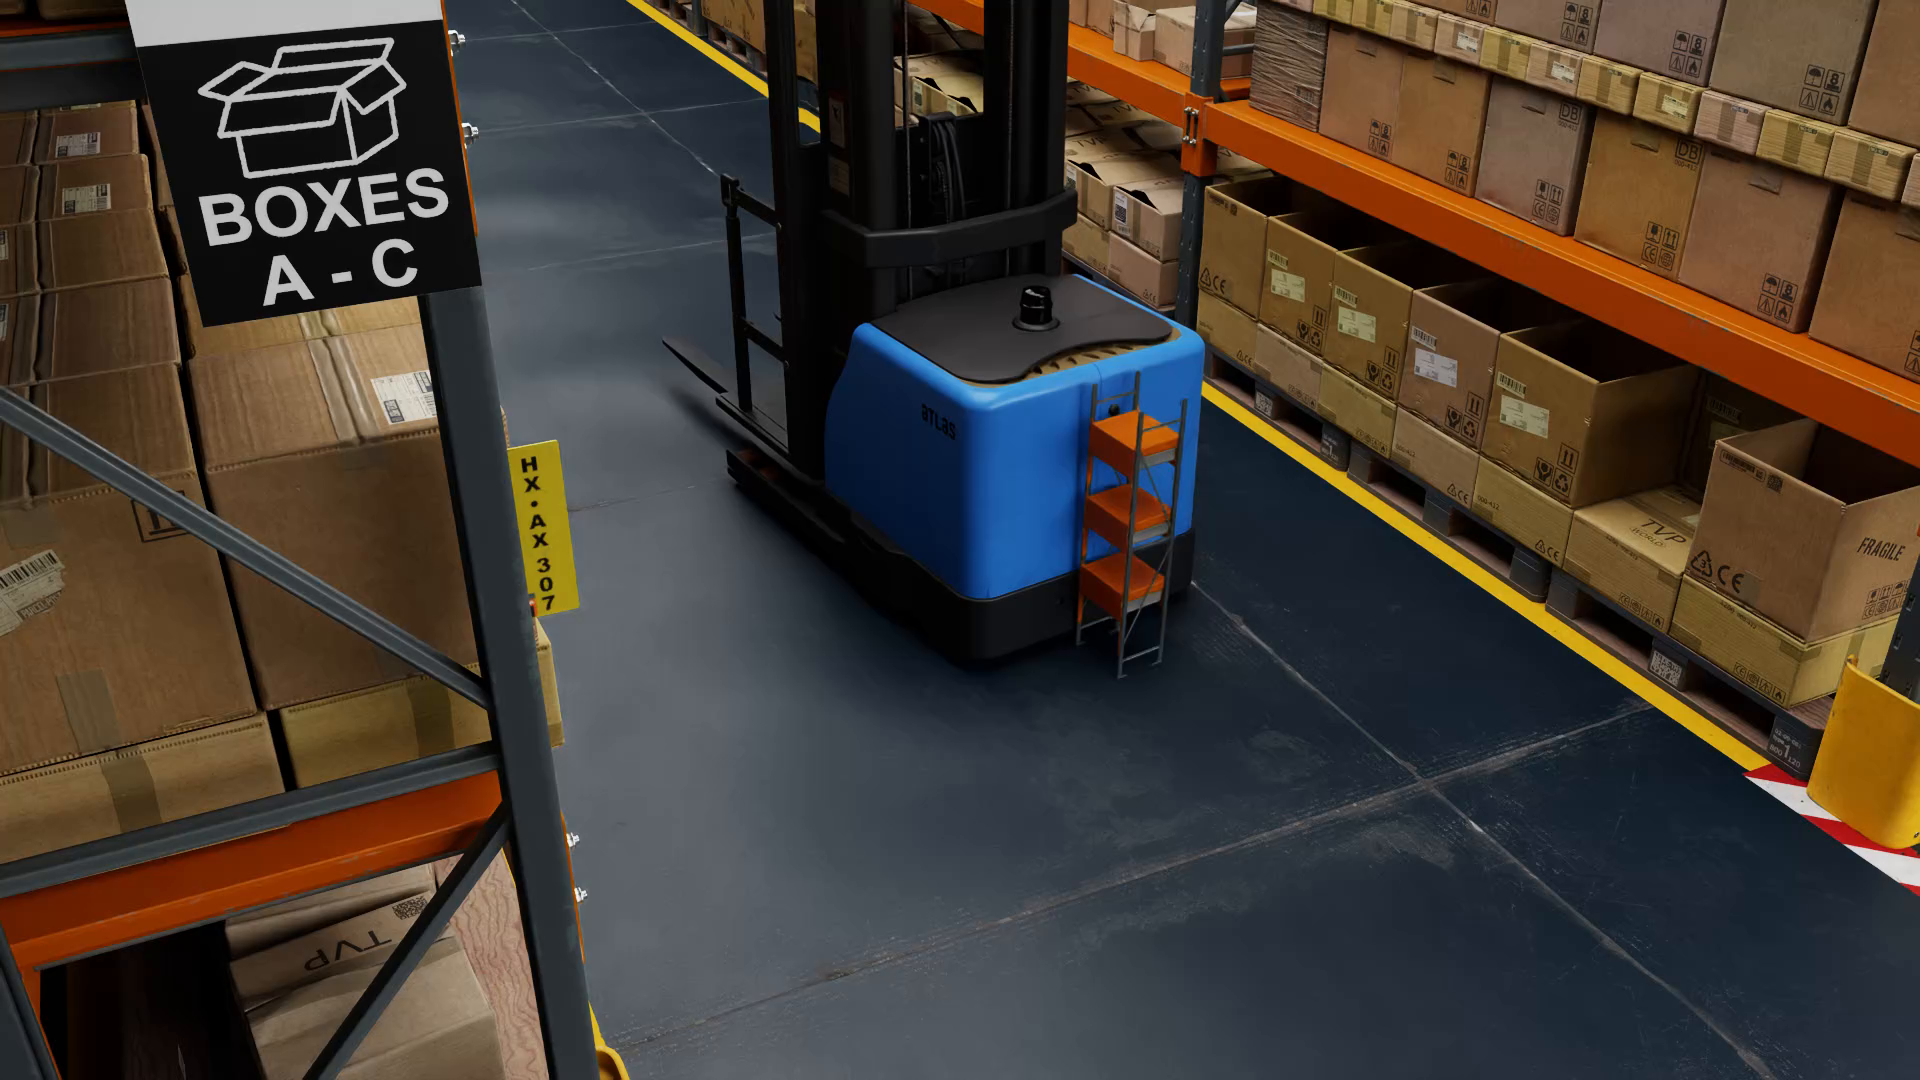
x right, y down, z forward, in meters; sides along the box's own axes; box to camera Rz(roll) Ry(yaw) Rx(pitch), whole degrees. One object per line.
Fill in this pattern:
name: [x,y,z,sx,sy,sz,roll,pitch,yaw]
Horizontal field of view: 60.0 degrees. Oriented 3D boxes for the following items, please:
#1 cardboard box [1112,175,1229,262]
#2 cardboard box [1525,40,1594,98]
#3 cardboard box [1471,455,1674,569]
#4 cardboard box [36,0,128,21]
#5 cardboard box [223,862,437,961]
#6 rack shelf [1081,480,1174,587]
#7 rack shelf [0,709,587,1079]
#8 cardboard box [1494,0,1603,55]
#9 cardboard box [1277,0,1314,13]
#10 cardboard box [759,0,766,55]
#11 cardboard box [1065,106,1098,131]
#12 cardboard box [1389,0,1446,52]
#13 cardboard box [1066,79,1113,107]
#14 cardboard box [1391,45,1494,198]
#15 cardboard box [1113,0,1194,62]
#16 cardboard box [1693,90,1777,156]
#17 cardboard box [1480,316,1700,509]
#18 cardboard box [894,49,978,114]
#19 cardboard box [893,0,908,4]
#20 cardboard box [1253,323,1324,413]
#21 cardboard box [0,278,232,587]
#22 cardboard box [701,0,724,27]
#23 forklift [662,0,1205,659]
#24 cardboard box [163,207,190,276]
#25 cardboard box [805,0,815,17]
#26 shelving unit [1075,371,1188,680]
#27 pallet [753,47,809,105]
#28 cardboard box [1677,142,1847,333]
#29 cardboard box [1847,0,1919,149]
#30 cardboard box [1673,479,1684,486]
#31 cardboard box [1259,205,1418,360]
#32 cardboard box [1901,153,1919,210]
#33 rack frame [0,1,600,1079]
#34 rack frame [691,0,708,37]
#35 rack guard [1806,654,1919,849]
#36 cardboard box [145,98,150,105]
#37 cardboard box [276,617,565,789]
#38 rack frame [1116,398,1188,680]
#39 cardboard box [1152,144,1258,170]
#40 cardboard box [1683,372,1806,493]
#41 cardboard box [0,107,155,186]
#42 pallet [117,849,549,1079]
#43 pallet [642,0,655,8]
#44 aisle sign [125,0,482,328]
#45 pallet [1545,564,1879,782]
cardboard box: [1.119,-1.678,8.485,0.500,0.311,0.500,-13,32,-22]
cardboard box: [2.265,-1.704,5.957,0.380,0.149,0.250,-14,32,-23]
cardboard box: [2.330,-0.162,6.354,0.500,0.250,0.500,-13,32,-22]
cardboard box: [-1.121,-1.083,2.426,0.500,0.500,0.500,-12,32,-21]
cardboard box: [-1.664,0.882,4.409,0.500,0.311,0.500,-10,31,-18]
rack shelf: [0.580,-0.030,5.742,0.215,0.259,0.240,-18,36,-29]
rack shelf: [-2.062,-0.092,4.583,1.077,0.370,4.000,-13,32,-22]
cardboard box: [2.394,-2.081,5.965,0.700,0.500,0.500,-13,32,-22]
cardboard box: [1.600,-2.388,7.176,0.380,0.149,0.250,-13,32,-21]
cardboard box: [-1.232,-4.023,12.963,0.500,0.500,0.500,-14,32,-24]
cardboard box: [0.465,-2.351,9.684,0.500,0.311,0.500,-13,32,-23]
cardboard box: [1.932,-2.047,6.569,0.380,0.149,0.250,-14,32,-24]
cardboard box: [0.725,-2.695,10.298,0.500,0.311,0.500,-13,32,-22]
cardboard box: [2.192,-1.726,6.659,0.700,0.500,0.500,-13,32,-21]
cardboard box: [1.009,-2.622,8.497,0.396,0.266,0.258,-14,32,-23]
cardboard box: [2.603,-1.359,5.342,0.380,0.149,0.250,-13,32,-21]
cardboard box: [2.327,-0.488,6.169,0.500,0.500,0.500,-13,32,-22]
cardboard box: [-0.206,-3.034,10.902,0.500,0.311,0.500,-12,31,-20]
cardboard box: [-0.543,-3.914,12.768,0.500,0.500,0.500,-14,32,-23]
cardboard box: [1.687,-0.825,7.536,0.500,0.250,0.500,-13,32,-22]
cardboard box: [-1.805,-0.181,3.372,0.500,0.500,0.500,-13,32,-21]
cardboard box: [-1.895,-4.702,14.174,0.500,0.500,0.500,-15,32,-24]
forklift: [-0.341,-1.536,6.492,1.130,2.935,3.031,-18,34,-28]
cardboard box: [-1.556,-0.517,3.971,0.500,0.500,0.500,-14,32,-24]
cardboard box: [-0.807,-3.915,12.004,0.500,0.250,0.500,-12,31,-20]
shelving unit: [0.580,-0.039,5.737,0.215,1.050,0.252,-18,36,-29]
pallet: [-0.972,-3.758,13.236,1.003,0.211,1.213,-13,32,-22]
cardboard box: [2.850,-1.048,5.449,0.700,0.500,0.500,-12,32,-21]
cardboard box: [3.057,-1.406,4.762,0.700,0.500,0.500,-13,32,-22]
cardboard box: [2.808,-0.273,6.552,0.500,0.250,0.500,-13,32,-22]
cardboard box: [1.690,-1.152,7.353,0.500,0.500,0.500,-13,32,-22]
cardboard box: [2.933,-1.020,4.736,0.380,0.149,0.250,-14,32,-23]
rack frame: [-1.200,0.477,2.833,0.949,2.616,0.053,-13,32,-22]
rack frame: [-1.883,-5.865,14.143,1.000,3.000,0.127,-13,32,-22]
rack guard: [3.279,0.537,5.282,1.175,0.500,0.348,-13,32,-22]
cardboard box: [-2.219,-1.197,5.183,0.500,0.500,0.500,-13,32,-22]
cardboard box: [-1.126,0.252,3.367,0.500,0.250,0.500,-14,32,-23]
rack frame: [0.648,0.015,5.650,0.200,1.050,0.008,-18,36,-29]
cardboard box: [1.389,-2.017,9.088,0.500,0.311,0.500,-13,32,-23]
cardboard box: [3.023,-0.379,5.975,0.500,0.500,0.500,-13,32,-22]
cardboard box: [-2.480,-0.858,4.579,0.500,0.500,0.500,-12,32,-21]
pallet: [-1.553,1.294,4.227,1.003,0.211,1.213,-13,32,-22]
pallet: [-2.704,-5.492,16.328,1.003,0.211,1.213,-13,32,-22]
aisle sign: [-0.902,-0.688,2.251,0.394,0.787,0.004,-13,32,-22]
pallet: [2.903,0.323,5.958,1.003,0.211,1.213,-13,32,-22]
